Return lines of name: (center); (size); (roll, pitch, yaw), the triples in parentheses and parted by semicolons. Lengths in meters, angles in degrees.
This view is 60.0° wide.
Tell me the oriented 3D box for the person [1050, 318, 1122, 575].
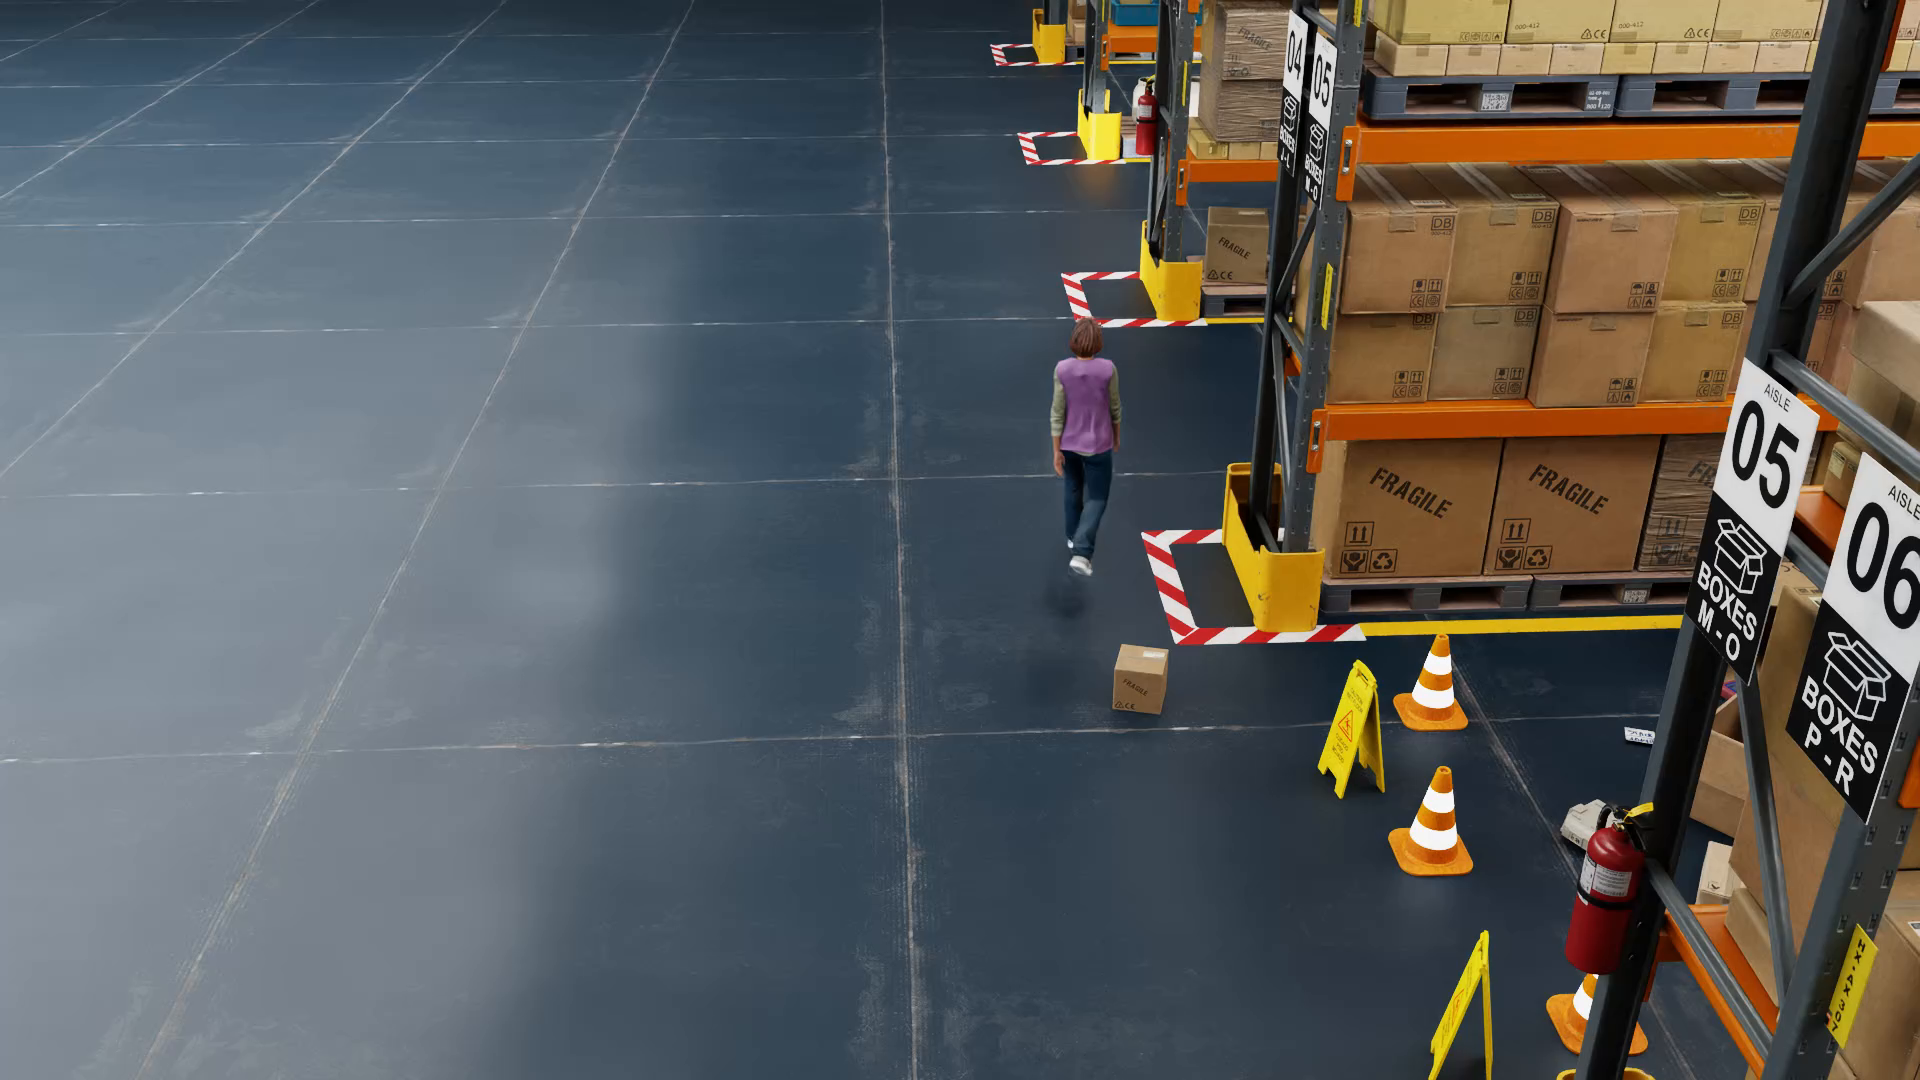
person: (0.721, -0.546, 9.644); (0.394, 1.549, 0.851); (7, 29, 13)
